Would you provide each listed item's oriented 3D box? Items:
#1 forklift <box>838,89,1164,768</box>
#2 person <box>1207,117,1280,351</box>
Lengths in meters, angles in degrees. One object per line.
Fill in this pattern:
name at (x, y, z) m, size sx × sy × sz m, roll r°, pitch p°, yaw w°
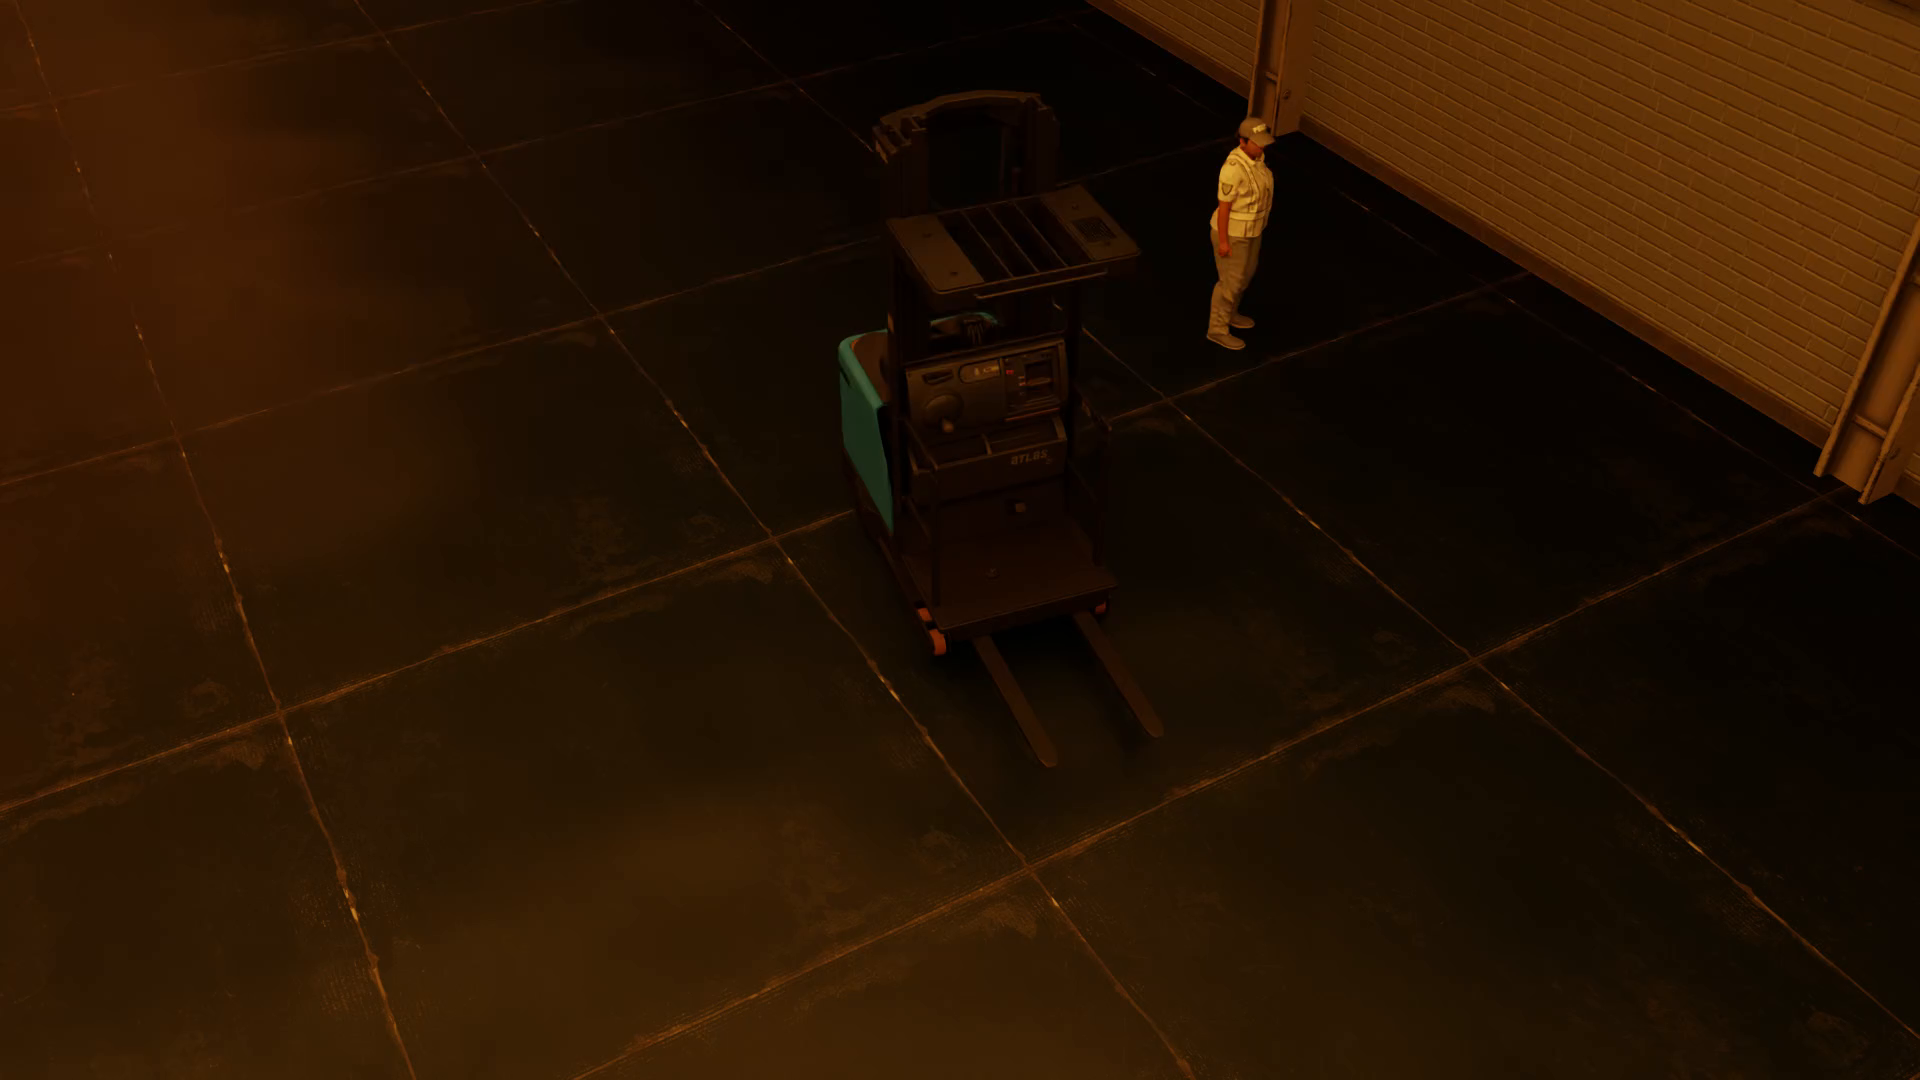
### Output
forklift at (0.232, -0.762, 8.955) m, size 1.130 × 2.935 × 3.031 m, roll -13°, pitch 42°, yaw -16°
person at (1.962, -2.170, 11.649) m, size 0.396 × 1.667 × 0.536 m, roll 20°, pitch 44°, yaw 22°
